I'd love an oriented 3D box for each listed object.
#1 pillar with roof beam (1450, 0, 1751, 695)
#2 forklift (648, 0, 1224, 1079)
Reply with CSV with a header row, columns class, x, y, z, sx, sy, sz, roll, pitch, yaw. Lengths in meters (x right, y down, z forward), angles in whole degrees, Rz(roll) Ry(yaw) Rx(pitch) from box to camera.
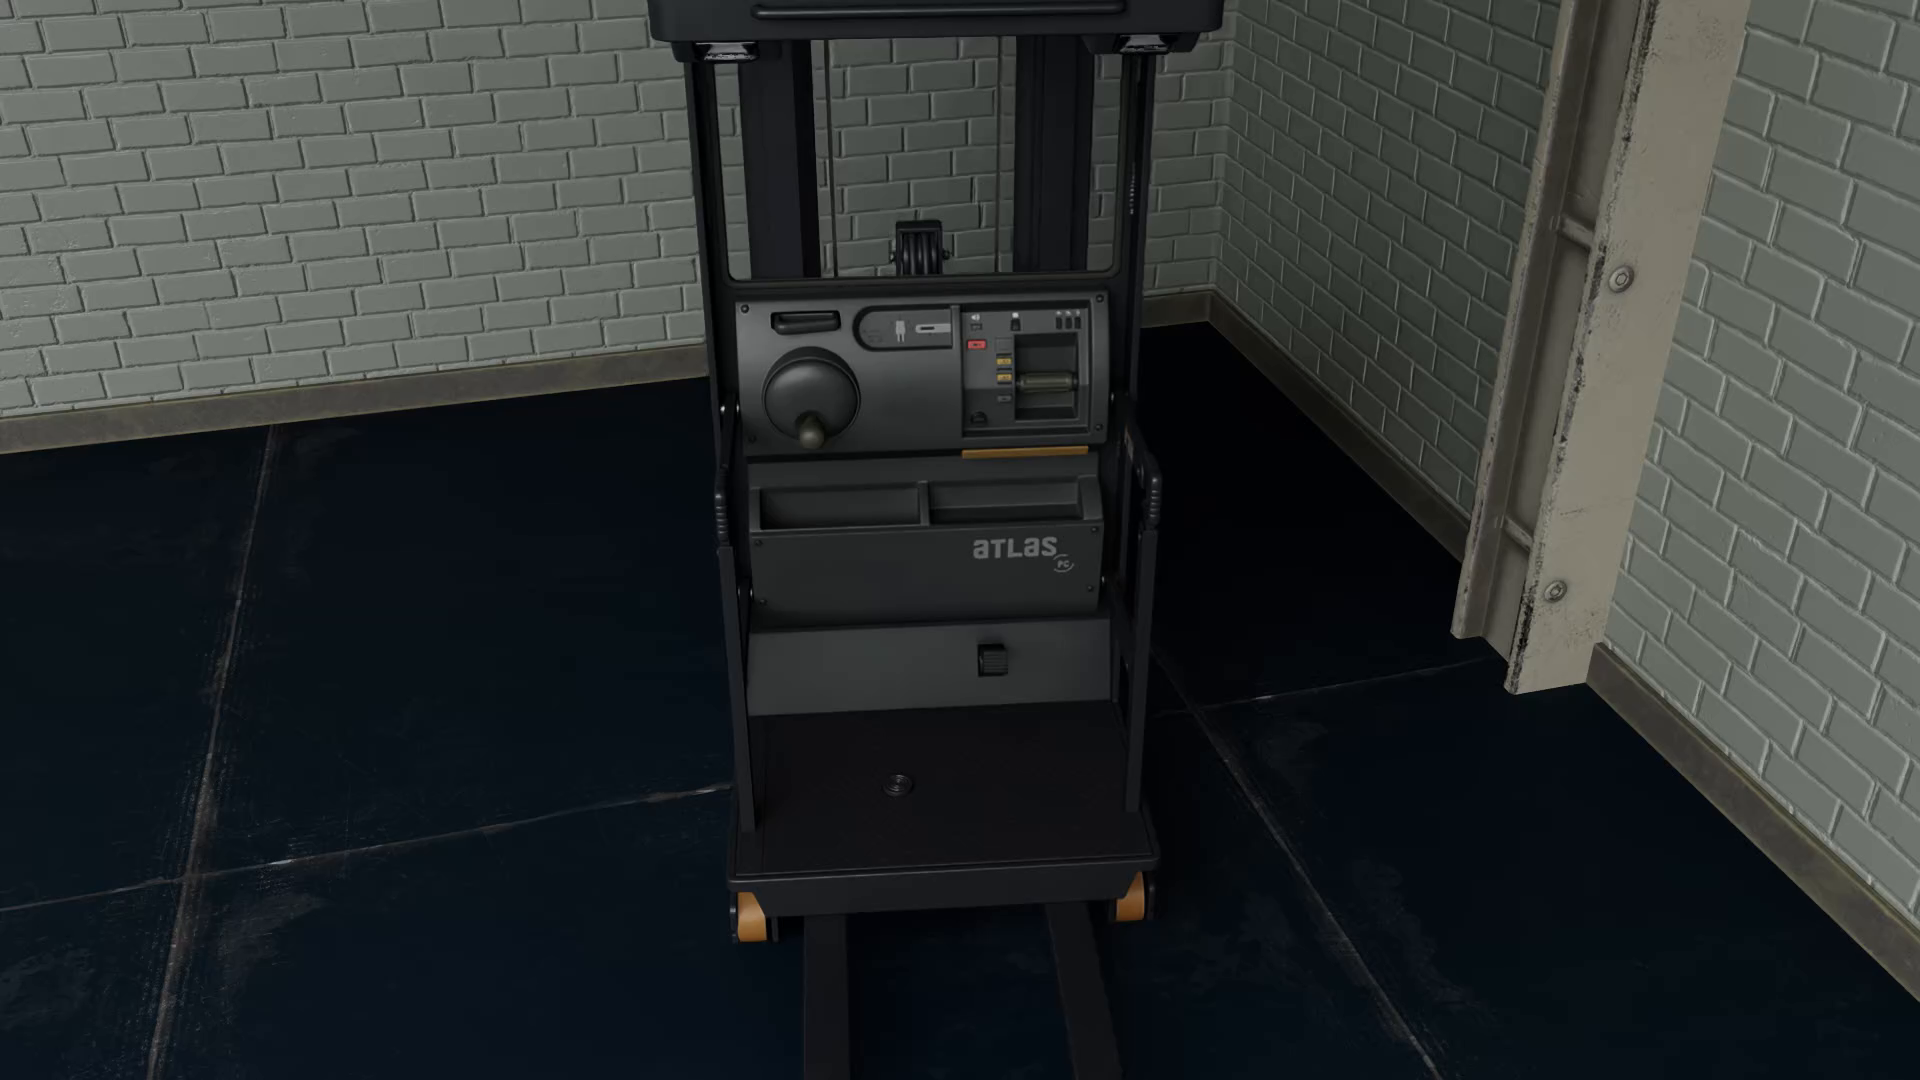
class,x,y,z,sx,sy,sz,roll,pitch,yaw
pillar with roof beam,-2.268,-2.937,2.341,9.100,9.000,0.400,-8,31,-13
forklift,-0.070,-0.378,3.977,1.130,2.935,3.031,-2,30,-4
